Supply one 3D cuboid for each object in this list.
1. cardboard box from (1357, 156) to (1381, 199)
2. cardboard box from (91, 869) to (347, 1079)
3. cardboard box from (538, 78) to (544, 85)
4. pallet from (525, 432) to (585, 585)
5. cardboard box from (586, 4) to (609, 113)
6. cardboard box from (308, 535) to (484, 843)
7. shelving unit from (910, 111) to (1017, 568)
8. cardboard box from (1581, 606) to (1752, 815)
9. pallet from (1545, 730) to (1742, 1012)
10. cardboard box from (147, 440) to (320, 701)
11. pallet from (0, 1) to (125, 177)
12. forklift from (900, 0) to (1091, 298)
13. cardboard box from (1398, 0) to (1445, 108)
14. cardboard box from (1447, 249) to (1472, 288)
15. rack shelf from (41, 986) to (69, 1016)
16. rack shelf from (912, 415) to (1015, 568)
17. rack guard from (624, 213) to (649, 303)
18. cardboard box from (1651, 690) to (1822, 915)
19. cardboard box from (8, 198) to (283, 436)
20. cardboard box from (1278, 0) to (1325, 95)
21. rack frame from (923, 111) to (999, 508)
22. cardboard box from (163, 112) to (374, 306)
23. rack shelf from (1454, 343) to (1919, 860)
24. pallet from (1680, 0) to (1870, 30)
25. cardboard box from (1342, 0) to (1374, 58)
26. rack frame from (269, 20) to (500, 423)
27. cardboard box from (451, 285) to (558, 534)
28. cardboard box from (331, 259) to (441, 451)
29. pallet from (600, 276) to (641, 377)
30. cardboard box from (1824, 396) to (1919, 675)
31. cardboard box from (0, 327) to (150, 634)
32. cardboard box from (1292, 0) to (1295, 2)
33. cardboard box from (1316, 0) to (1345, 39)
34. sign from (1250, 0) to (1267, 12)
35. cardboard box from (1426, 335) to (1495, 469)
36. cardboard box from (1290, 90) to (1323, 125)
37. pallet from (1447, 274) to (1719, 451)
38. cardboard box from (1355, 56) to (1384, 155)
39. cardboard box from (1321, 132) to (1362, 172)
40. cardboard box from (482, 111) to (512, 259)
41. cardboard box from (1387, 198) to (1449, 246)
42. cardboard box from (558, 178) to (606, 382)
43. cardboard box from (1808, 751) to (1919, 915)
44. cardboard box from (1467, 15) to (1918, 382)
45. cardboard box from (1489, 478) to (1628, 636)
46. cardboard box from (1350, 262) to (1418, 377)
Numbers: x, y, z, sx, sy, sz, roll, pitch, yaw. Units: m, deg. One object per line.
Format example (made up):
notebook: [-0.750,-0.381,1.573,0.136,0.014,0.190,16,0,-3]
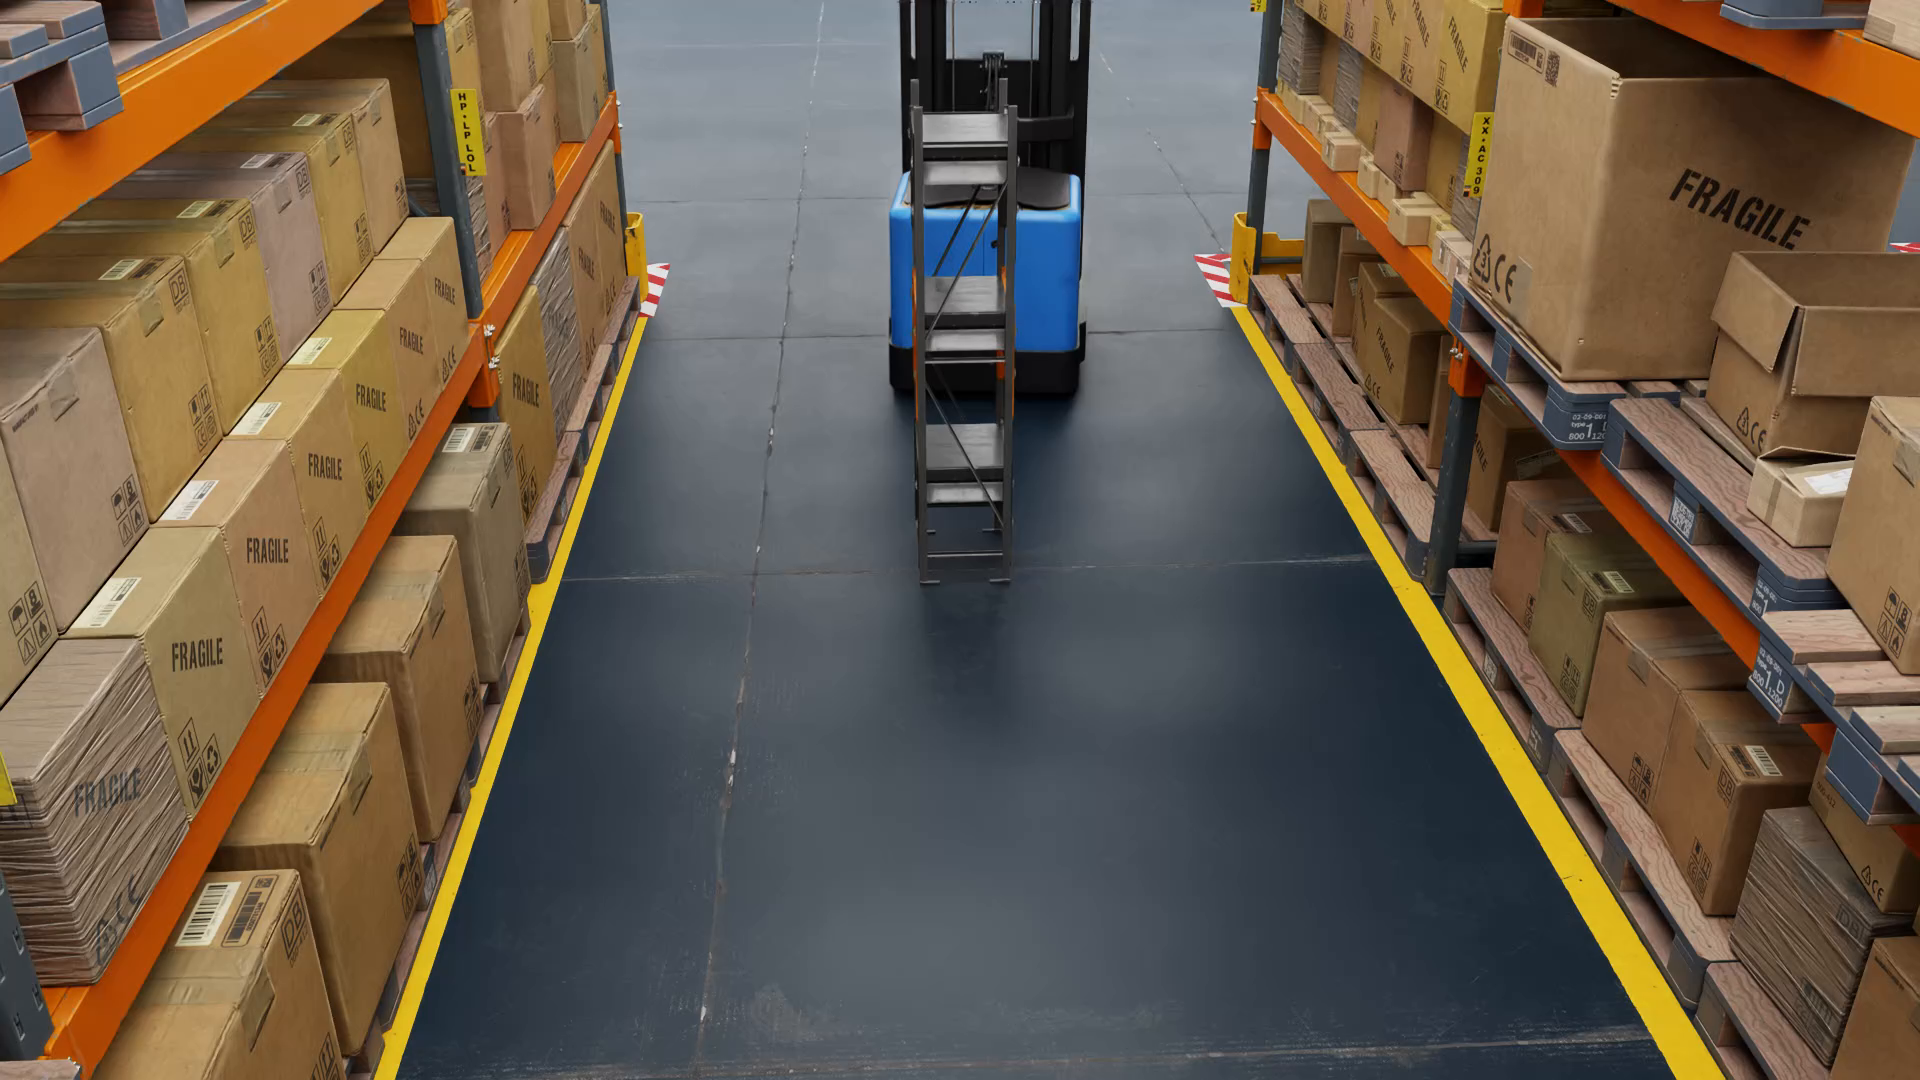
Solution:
cardboard box: [2.185,-1.792,8.214,0.380,0.149,0.250,-1,28,-3]
cardboard box: [-2.138,1.330,3.935,1.050,0.750,0.750,-2,28,-3]
cardboard box: [-2.526,-2.030,8.236,0.875,0.550,0.500,-1,28,-3]
pallet: [-2.366,-0.162,7.832,1.003,0.211,1.213,-1,28,-3]
cardboard box: [-2.549,-2.788,9.691,0.875,0.550,0.550,-1,28,-3]
cardboard box: [-2.236,0.496,5.533,1.050,0.750,0.750,-1,28,-3]
shelving unit: [-5.799,-2.069,6.045,12.070,5.092,0.667,-1,28,-3]
cardboard box: [2.600,0.558,5.663,0.730,0.500,0.544,-2,28,-4]
pallet: [2.663,1.043,5.523,1.003,0.211,1.213,-1,28,-3]
cardboard box: [-2.005,0.076,4.252,0.500,0.500,0.500,-1,28,-3]
pallet: [-2.282,-0.740,2.886,1.213,0.211,1.003,0,28,0]
forklift: [0.220,-2.755,9.863,1.121,2.935,3.031,2,28,3]
cardboard box: [2.228,-2.170,7.155,0.500,0.500,0.500,-1,28,-3]
cardboard box: [2.249,-1.099,6.885,0.380,0.149,0.250,-1,28,-3]
rack shelf: [-2.300,0.111,4.860,0.919,0.124,3.809,-1,28,-3]
rack shelf: [0.009,-0.222,7.448,0.431,0.518,0.480,-1,28,-3]
rack guard: [-2.615,-1.795,10.651,1.175,0.500,0.348,-1,28,-3]
cardboard box: [2.629,0.816,5.169,0.700,0.500,0.500,1,28,2]
cardboard box: [-2.293,-0.599,4.466,0.700,0.500,0.500,-2,28,-3]
cardboard box: [2.346,-2.887,9.612,0.875,0.500,0.500,-1,28,-3]
rack frame: [-0.005,-0.967,7.334,0.380,1.831,0.006,-1,28,-3]
cardboard box: [-2.344,-1.066,5.361,0.700,0.500,0.500,-2,28,-3]
rack shelf: [2.658,0.124,5.046,1.077,0.370,4.000,-1,28,-3]
pallet: [2.537,-1.598,4.530,1.213,0.211,1.003,-1,28,-3]
cardboard box: [2.180,-2.632,8.041,0.500,0.500,0.500,-1,28,-3]
rack frame: [-2.405,-1.045,6.510,1.000,3.000,0.127,-1,28,-3]
cardboard box: [-2.368,-0.581,7.464,0.875,0.875,0.875,-1,28,-2]
cardboard box: [-2.084,-0.622,5.590,0.500,0.500,0.500,-2,28,-3]
pallet: [-2.494,-1.288,9.992,1.003,0.211,1.213,-1,28,-3]
cardboard box: [2.565,-0.005,3.954,0.700,0.500,0.500,3,28,5]
cardboard box: [-2.237,-0.127,3.560,0.700,0.500,0.500,-2,28,-3]
cardboard box: [2.101,-3.324,9.369,0.500,0.500,0.500,-1,28,-3]
cardboard box: [2.148,-2.862,8.483,0.500,0.500,0.500,-1,28,-3]
sign: [1.803,-3.336,9.966,0.100,0.325,0.005,-1,28,-3]
cardboard box: [2.555,-2.010,8.730,1.144,2.239,2.984,7,28,14]
cardboard box: [2.114,-2.485,9.542,0.380,0.149,0.250,-1,28,-3]
pallet: [2.448,-0.677,6.011,1.003,0.211,1.213,-1,28,-3]
cardboard box: [2.499,-2.047,8.162,0.875,0.649,0.860,-1,28,-3]
cardboard box: [2.103,-2.022,8.654,0.380,0.149,0.250,-1,28,-3]
cardboard box: [-2.487,-1.535,7.287,0.875,0.550,0.550,-1,28,-3]
cardboard box: [2.168,-1.444,7.547,0.380,0.149,0.250,-1,28,-3]
cardboard box: [-2.464,-1.419,9.070,0.875,0.875,0.875,-2,28,-3]
cardboard box: [2.660,0.756,4.472,0.500,0.250,0.500,2,28,3]
cardboard box: [2.455,-1.200,5.704,1.000,1.000,1.000,-1,28,-2]
cardboard box: [2.564,0.079,6.582,0.700,0.500,0.500,-3,28,-7]
cardboard box: [2.440,-1.190,9.036,0.500,0.500,0.500,1,28,2]
